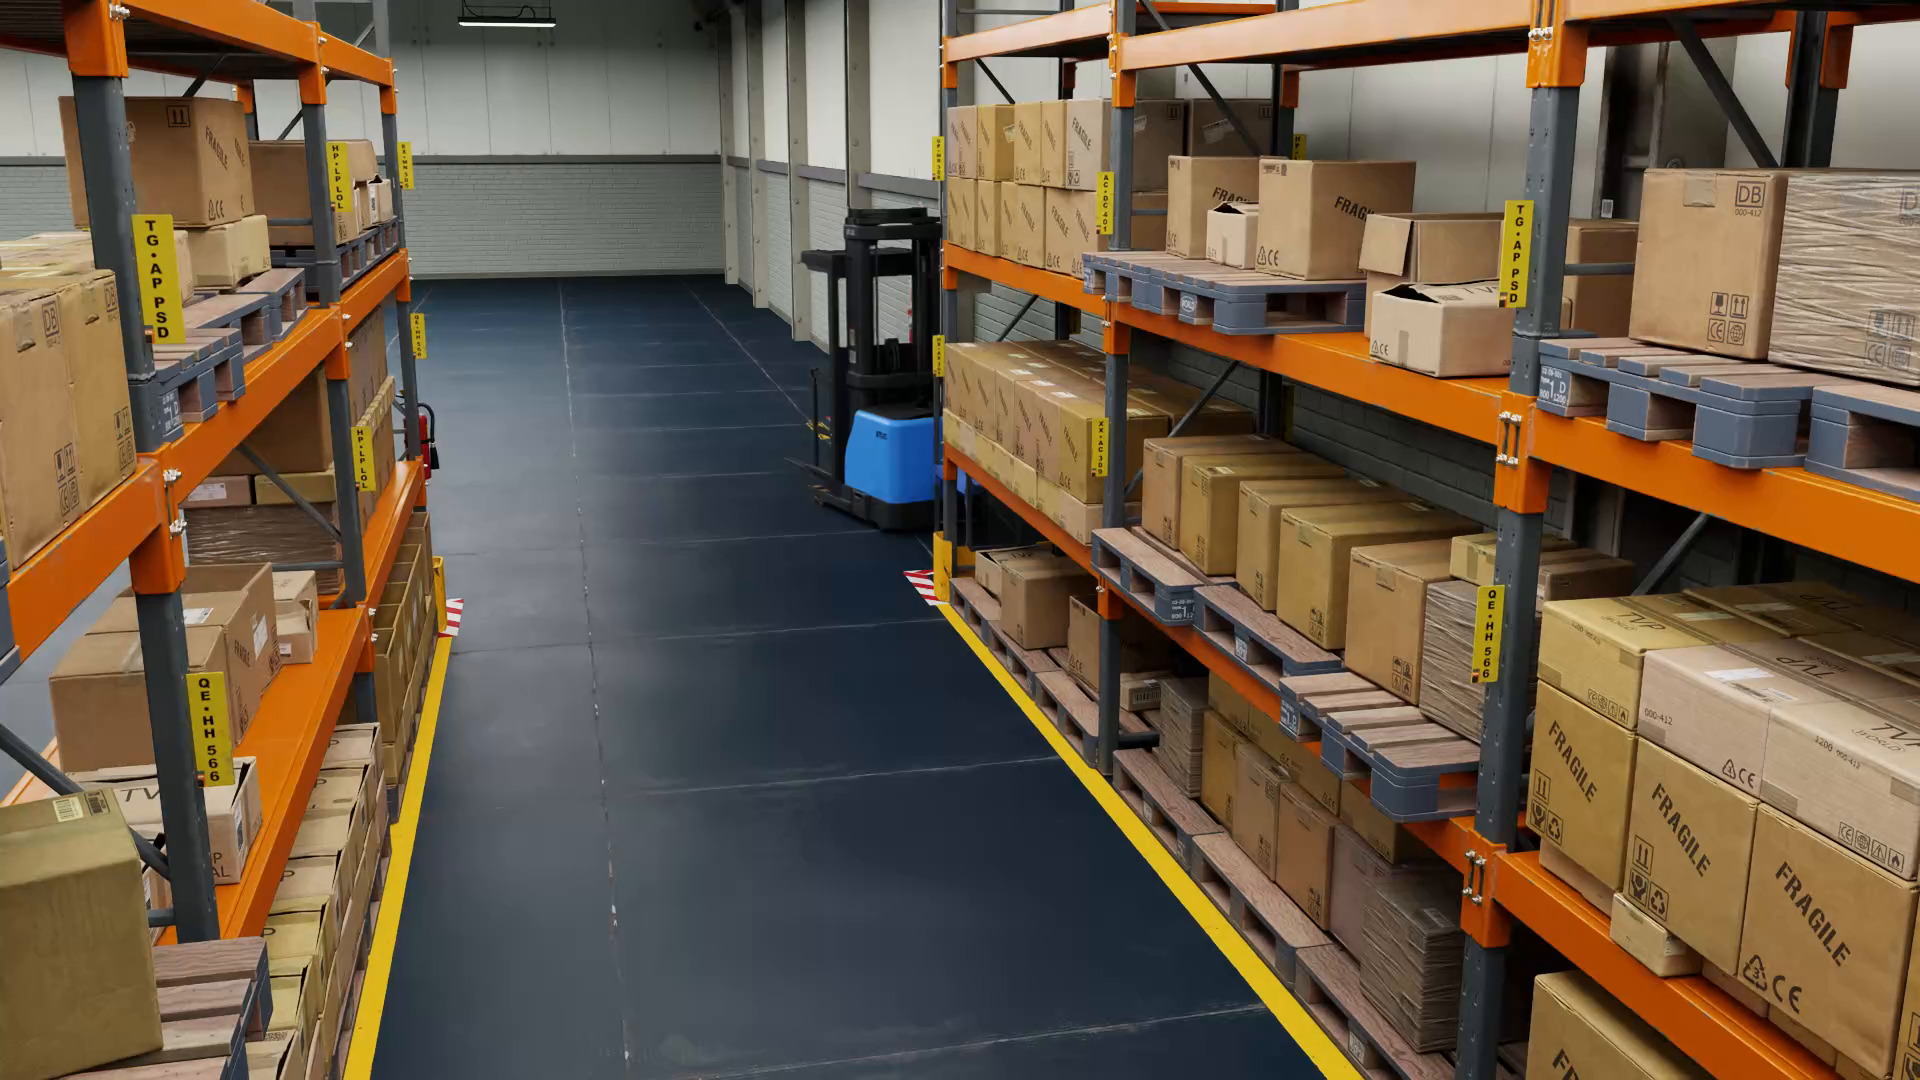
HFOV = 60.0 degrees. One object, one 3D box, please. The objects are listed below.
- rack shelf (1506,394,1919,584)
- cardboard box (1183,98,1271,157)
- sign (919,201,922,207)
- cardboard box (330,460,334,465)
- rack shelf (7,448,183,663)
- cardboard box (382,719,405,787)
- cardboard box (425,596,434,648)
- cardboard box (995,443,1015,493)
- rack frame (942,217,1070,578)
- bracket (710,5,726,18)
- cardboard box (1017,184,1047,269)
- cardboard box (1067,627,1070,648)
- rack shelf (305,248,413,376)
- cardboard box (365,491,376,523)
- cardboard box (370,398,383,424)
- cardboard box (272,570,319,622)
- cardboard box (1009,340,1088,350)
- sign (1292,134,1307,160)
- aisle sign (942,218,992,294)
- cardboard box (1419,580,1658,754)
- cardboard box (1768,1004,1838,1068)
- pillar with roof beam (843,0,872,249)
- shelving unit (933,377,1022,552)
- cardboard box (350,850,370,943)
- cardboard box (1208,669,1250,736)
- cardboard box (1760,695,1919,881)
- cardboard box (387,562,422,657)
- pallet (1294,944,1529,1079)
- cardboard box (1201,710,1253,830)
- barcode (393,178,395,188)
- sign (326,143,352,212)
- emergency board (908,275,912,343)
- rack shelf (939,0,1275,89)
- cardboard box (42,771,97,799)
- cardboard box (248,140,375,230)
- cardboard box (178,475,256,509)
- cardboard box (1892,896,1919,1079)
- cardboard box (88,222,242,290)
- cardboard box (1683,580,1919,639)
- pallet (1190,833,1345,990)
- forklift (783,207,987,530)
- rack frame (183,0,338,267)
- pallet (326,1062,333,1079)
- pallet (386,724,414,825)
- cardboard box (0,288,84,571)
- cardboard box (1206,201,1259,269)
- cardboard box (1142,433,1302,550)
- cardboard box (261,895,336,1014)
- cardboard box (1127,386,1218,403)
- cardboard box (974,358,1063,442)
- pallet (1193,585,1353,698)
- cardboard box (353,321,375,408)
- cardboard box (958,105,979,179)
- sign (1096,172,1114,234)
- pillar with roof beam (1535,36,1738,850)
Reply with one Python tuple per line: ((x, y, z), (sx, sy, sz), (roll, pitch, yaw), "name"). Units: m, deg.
((2.713, 0.152, 3.503), (1.077, 0.370, 4.000), (-3, 14, -13), "rack shelf")
((1.467, -2.255, 9.479), (0.500, 0.500, 0.500), (-3, 14, -12), "cardboard box")
((-0.488, -4.024, 20.516), (0.001, 0.298, 0.199), (-3, 14, -13), "sign")
((-3.444, -0.342, 8.752), (0.380, 0.149, 0.250), (-3, 14, -12), "cardboard box")
((-2.101, 0.429, 2.370), (1.077, 0.370, 4.000), (-3, 14, -13), "rack shelf")
((-3.324, 1.160, 9.089), (0.500, 0.250, 0.500), (-3, 14, -13), "cardboard box")
((-3.907, 0.583, 11.451), (0.500, 0.250, 0.500), (-3, 14, -13), "cardboard box")
((0.537, -0.500, 11.252), (0.500, 0.250, 0.500), (-3, 14, -13), "cardboard box")
((0.365, -1.047, 13.217), (1.000, 3.000, 0.127), (-3, 14, -13), "rack frame")
((-5.318, -11.808, 37.036), (0.076, 0.066, 4.783), (-3, 14, -13), "bracket")
((0.672, -1.986, 10.485), (0.500, 0.500, 0.500), (-4, 14, -15), "cardboard box")
((0.948, 0.677, 11.241), (0.380, 0.149, 0.250), (-4, 14, -18), "cardboard box")
((-3.980, -1.417, 9.924), (1.077, 0.370, 4.000), (-3, 14, -13), "rack shelf")
((-3.986, -0.354, 10.166), (0.700, 0.500, 0.500), (-3, 14, -11), "cardboard box")
((-3.933, -0.819, 10.703), (0.380, 0.149, 0.250), (-3, 14, -11), "cardboard box")
((-3.352, 0.336, 7.869), (0.500, 0.250, 0.500), (-2, 14, -10), "cardboard box")
((0.682, -1.252, 12.746), (0.500, 0.500, 0.500), (-3, 14, -14), "cardboard box")
((1.843, -2.056, 9.106), (0.100, 0.325, 0.005), (-3, 14, -13), "sign")
((0.056, -2.310, 12.908), (0.394, 0.787, 0.004), (-3, 14, -13), "aisle sign")
((2.123, 0.428, 6.040), (0.700, 0.500, 0.500), (-5, 15, -20), "cardboard box")
((2.375, 1.235, 4.364), (0.380, 0.149, 0.250), (-3, 14, -12), "cardboard box")
((-5.633, -6.377, 22.390), (9.100, 9.000, 0.400), (-3, 14, -13), "pillar with roof beam")
((0.150, -0.690, 14.913), (0.538, 1.500, 1.048), (-4, 14, -16), "shelving unit")
((-2.893, 1.598, 7.296), (0.500, 0.250, 0.500), (-3, 14, -12), "cardboard box")
((1.600, 0.782, 8.489), (0.500, 0.250, 0.500), (-4, 14, -14), "cardboard box")
((2.348, 0.589, 4.058), (0.500, 0.250, 0.500), (-3, 14, -13), "cardboard box")
((-3.669, 0.449, 10.419), (0.500, 0.500, 0.500), (-3, 14, -13), "cardboard box")
((2.061, 1.972, 6.732), (1.003, 0.211, 1.213), (-3, 14, -13), "pallet")
((1.663, 1.161, 8.516), (0.700, 0.500, 0.500), (-4, 14, -14), "cardboard box")
((-3.910, -2.467, 11.483), (0.001, 0.075, 0.075), (-3, 14, -13), "barcode")
((-2.985, -1.741, 7.984), (0.100, 0.325, 0.005), (-3, 14, -13), "sign")
((-0.583, -2.890, 20.761), (0.194, 1.169, 0.643), (-3, 14, -13), "emergency board")
((0.834, -3.149, 10.702), (1.077, 0.370, 4.000), (-3, 14, -13), "rack shelf")
((-2.925, 0.906, 5.750), (0.380, 0.149, 0.250), (-2, 14, -9), "cardboard box")
((-3.774, -2.014, 9.455), (0.797, 0.503, 0.637), (-2, 14, -7), "cardboard box")
((-3.782, -0.262, 8.425), (0.380, 0.149, 0.250), (-3, 14, -13), "cardboard box")
((2.468, 1.077, 3.641), (0.500, 0.500, 0.500), (-3, 14, -12), "cardboard box")
((-3.243, -1.167, 6.816), (0.500, 0.250, 0.500), (-5, 15, -19), "cardboard box")
((2.602, 0.321, 5.155), (0.500, 0.250, 0.500), (-3, 14, -12), "cardboard box")
((1.778, 1.692, 7.881), (1.003, 0.211, 1.213), (-3, 14, -13), "pallet")
((-0.888, -1.818, 16.515), (1.130, 2.935, 3.031), (-7, 16, -28), "forklift")
((-3.510, -2.762, 7.594), (1.000, 3.000, 0.127), (-3, 14, -13), "rack frame")
((-2.726, 2.238, 5.646), (1.003, 0.211, 1.213), (-3, 14, -13), "pallet")
((-3.656, 1.321, 9.397), (1.003, 0.211, 1.213), (-3, 14, -13), "pallet")
((-2.316, -0.214, 3.275), (0.910, 0.500, 0.500), (-3, 14, -13), "cardboard box")
((1.499, -1.470, 7.928), (0.500, 0.311, 0.500), (-3, 14, -11), "cardboard box")
((1.390, -0.268, 8.887), (0.700, 0.500, 0.500), (-3, 14, -13), "cardboard box")
((-2.657, 1.559, 6.277), (0.500, 0.311, 0.500), (-4, 14, -15), "cardboard box")
((1.279, -0.665, 10.347), (0.500, 0.500, 0.500), (-3, 14, -13), "cardboard box")
((0.406, -0.987, 11.665), (0.500, 0.500, 0.500), (-4, 14, -15), "cardboard box")
((1.739, 0.437, 7.545), (1.003, 0.211, 1.213), (-3, 14, -13), "pallet")
((-4.092, -1.091, 10.452), (0.700, 0.500, 0.500), (-3, 14, -13), "cardboard box")
((0.288, -2.828, 11.823), (0.500, 0.500, 0.500), (-3, 14, -14), "cardboard box")
((0.778, -1.801, 8.891), (0.100, 0.325, 0.005), (-3, 14, -13), "sign")
((-1.406, -2.224, 5.393), (9.100, 9.000, 0.400), (-3, 14, -13), "pillar with roof beam")
